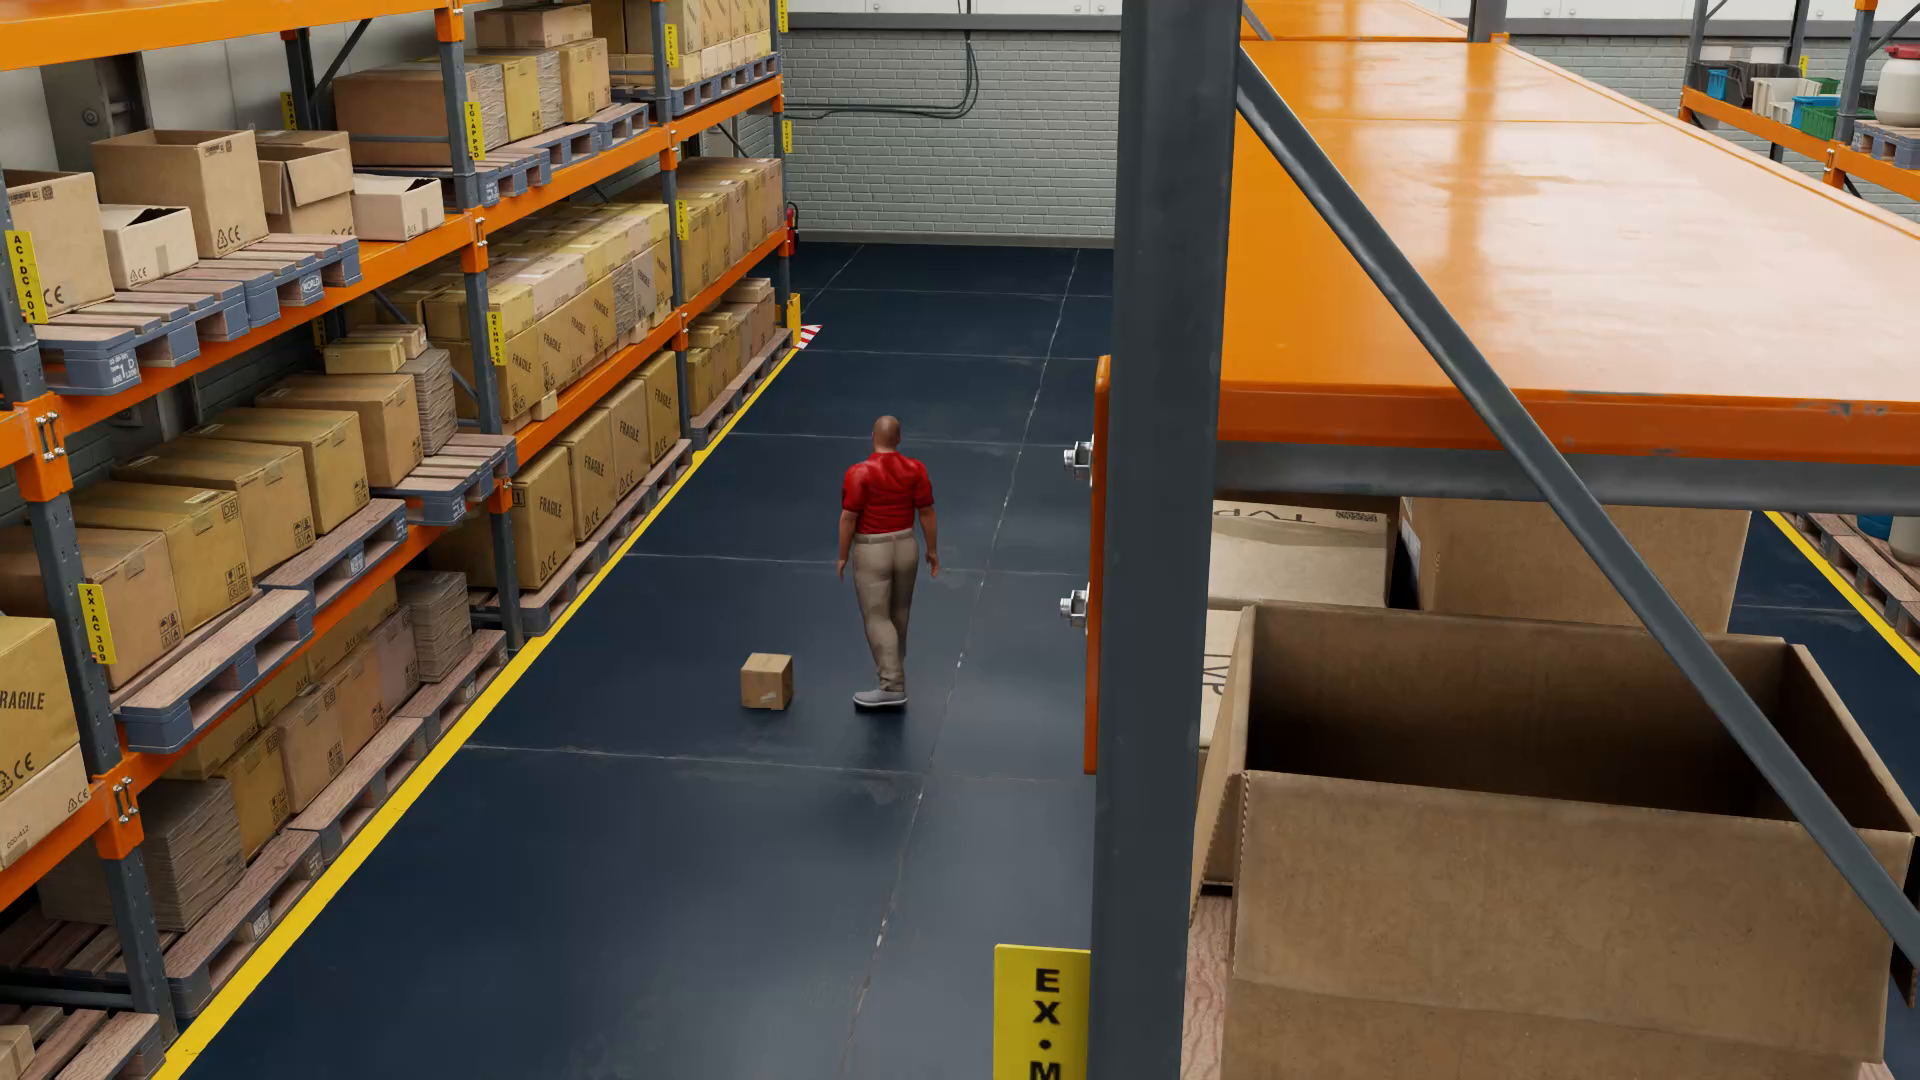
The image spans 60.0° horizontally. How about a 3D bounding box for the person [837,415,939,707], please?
[{"bbox_3d":[-0.413,0.102,9.841,0.614,1.710,0.611,-10,23,-25],"label":"person"}]
